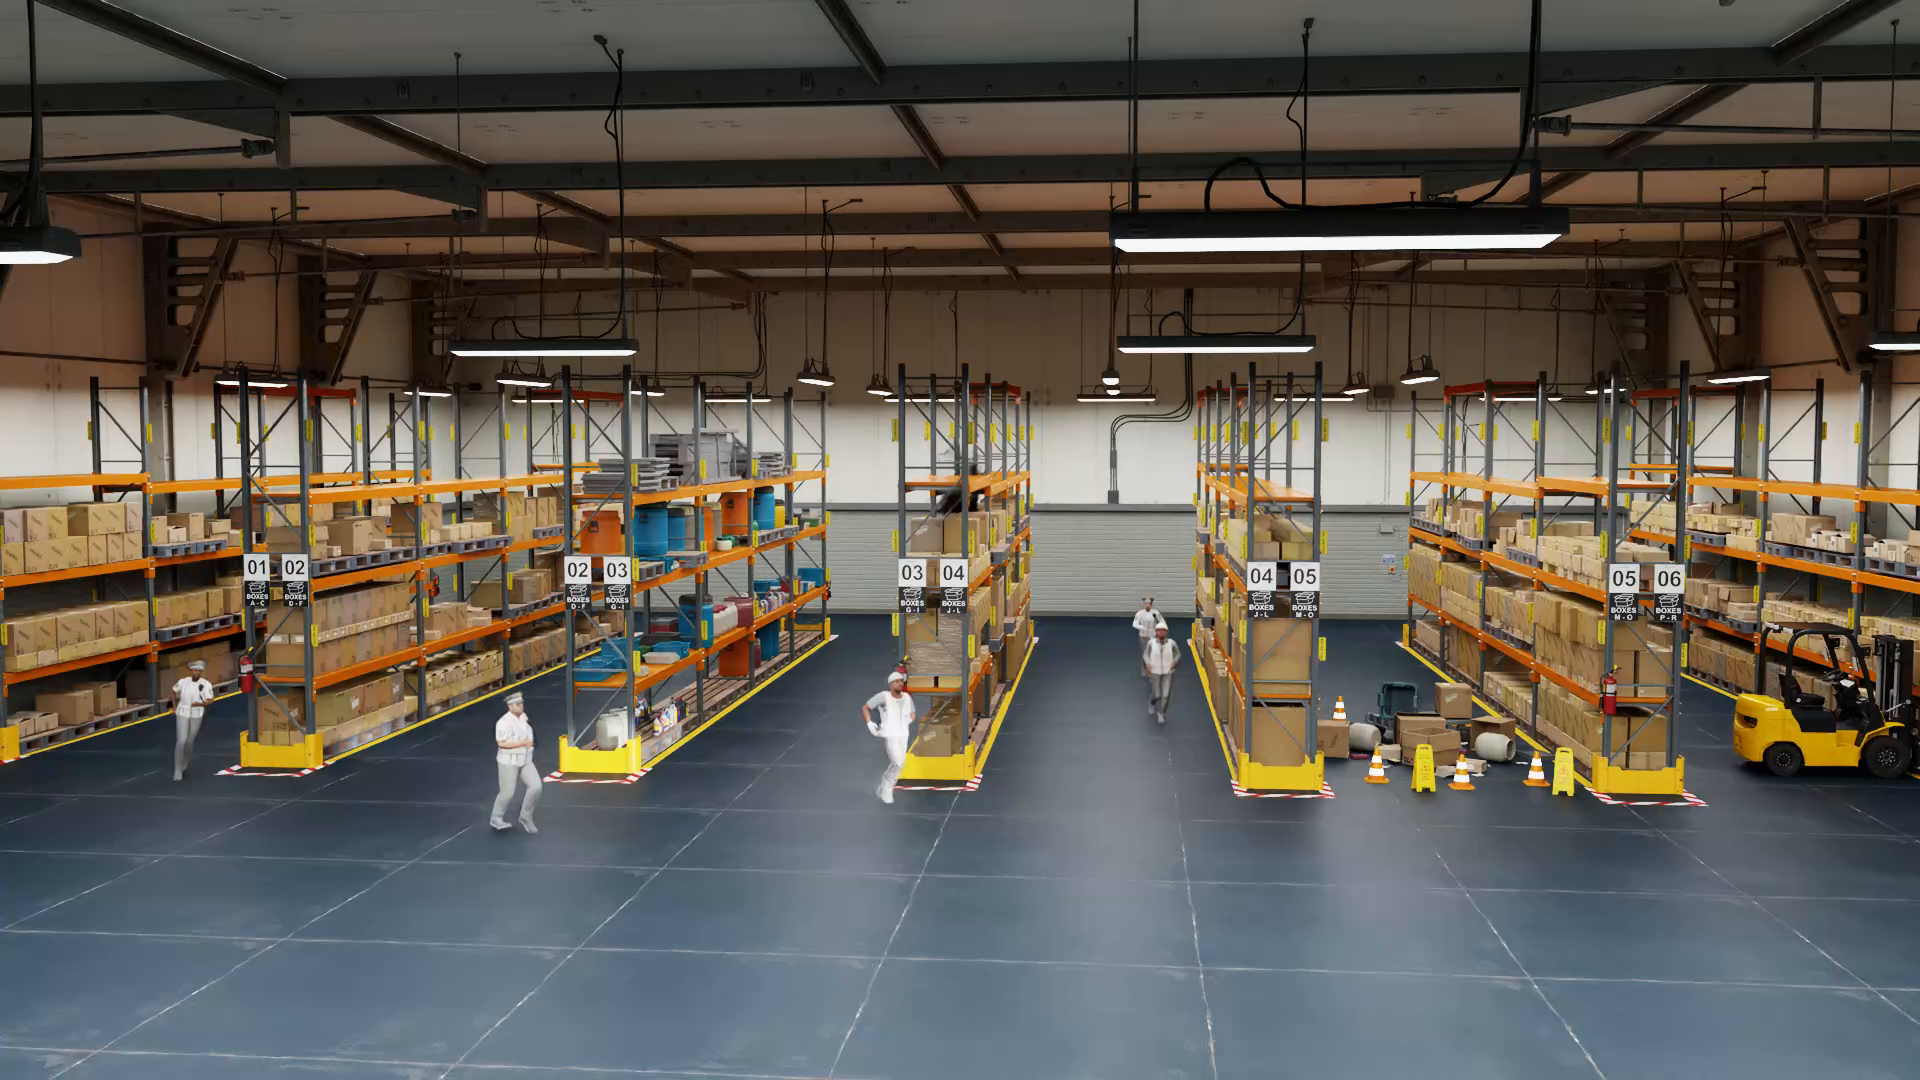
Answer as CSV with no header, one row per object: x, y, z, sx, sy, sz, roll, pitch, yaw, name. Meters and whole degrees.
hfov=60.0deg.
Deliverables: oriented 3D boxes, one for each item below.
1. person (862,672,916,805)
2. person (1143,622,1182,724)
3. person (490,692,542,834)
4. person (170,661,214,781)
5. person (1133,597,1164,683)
-0.887,2.681,22.577,0.678,1.769,0.641,-4,5,-44,person
3.509,2.293,28.819,0.656,1.746,0.627,0,4,4,person
-5.535,2.799,20.769,0.801,1.827,0.611,2,4,32,person
-11.239,2.609,24.327,0.585,1.703,0.750,-2,4,-30,person
3.814,2.012,33.660,0.627,1.767,0.745,0,4,7,person
